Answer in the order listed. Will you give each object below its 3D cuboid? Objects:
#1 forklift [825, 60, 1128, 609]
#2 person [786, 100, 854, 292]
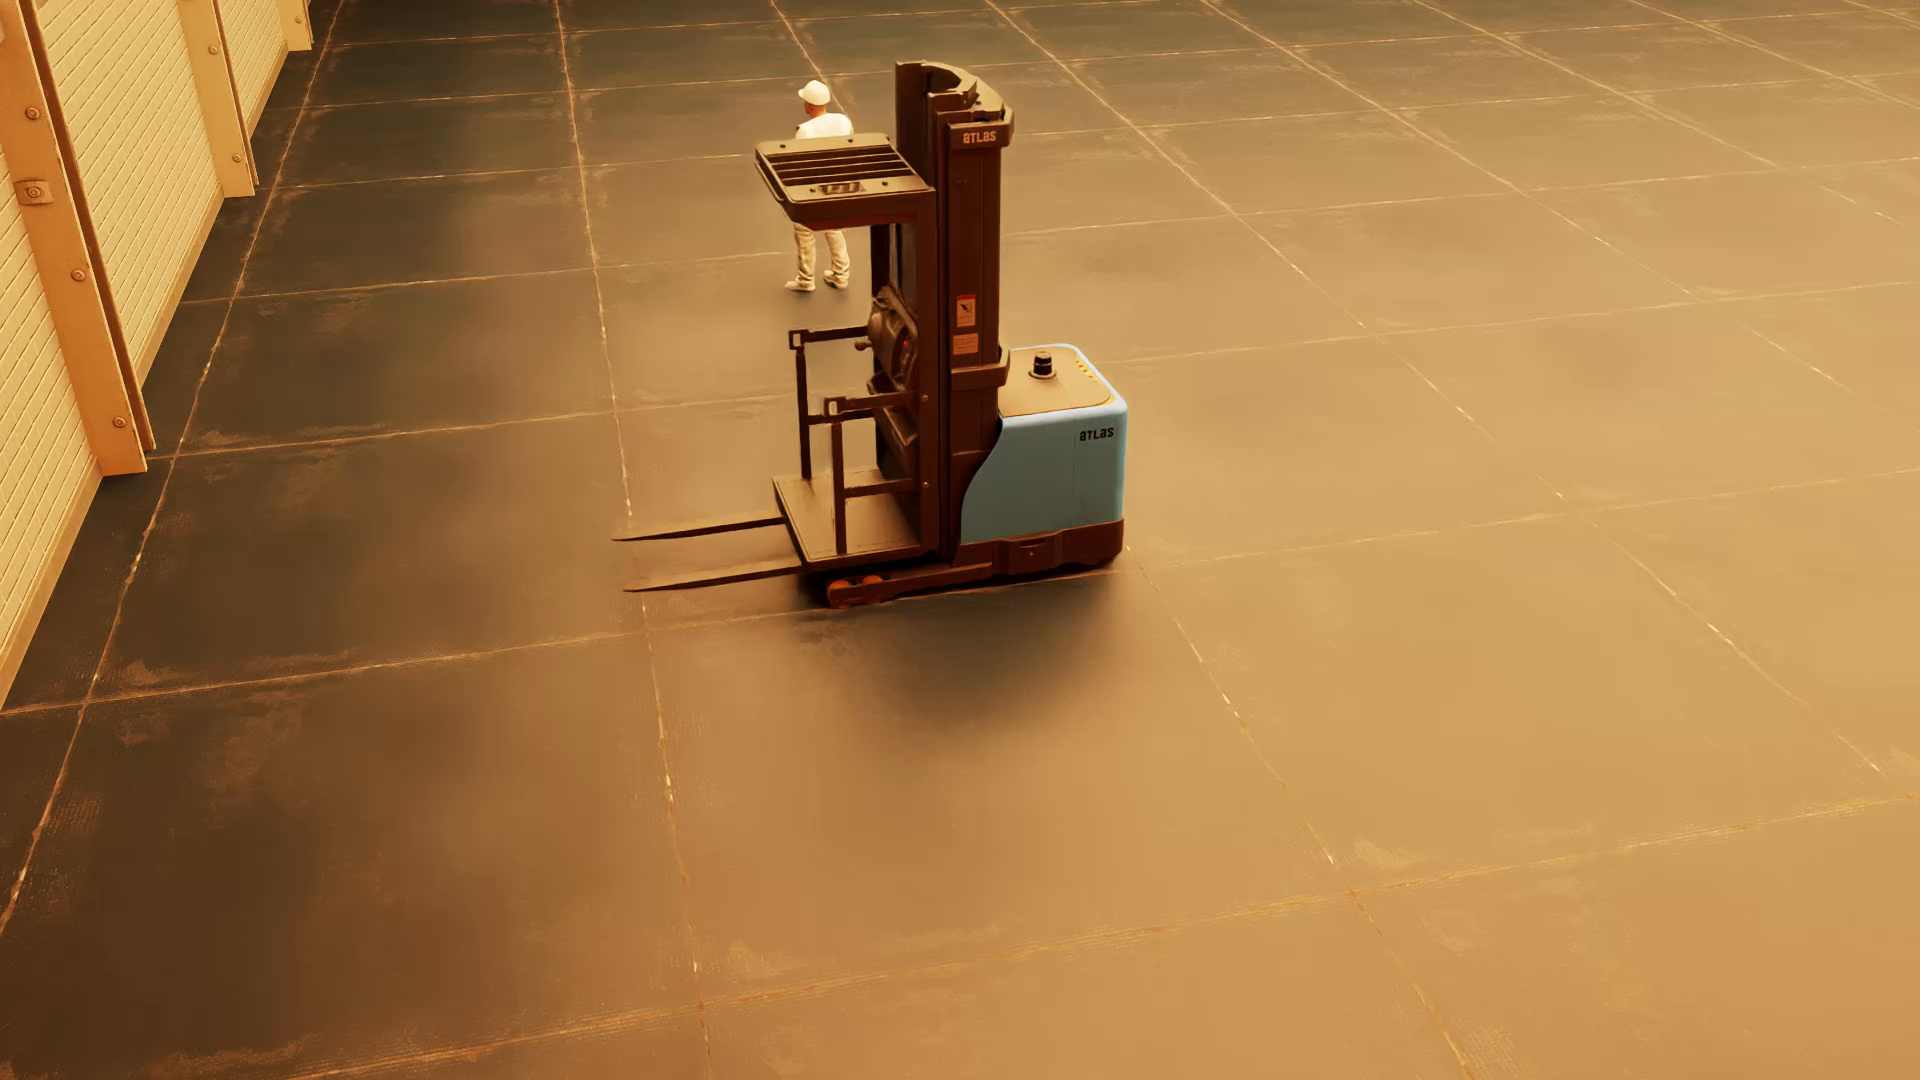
[{"bbox_3d":[-0.574,-1.158,9.574,3.031,2.935,1.130,-8,31,-14],"label":"forklift"},{"bbox_3d":[-1.182,-2.863,13.842,0.648,1.654,0.507,-23,37,-34],"label":"person"}]
